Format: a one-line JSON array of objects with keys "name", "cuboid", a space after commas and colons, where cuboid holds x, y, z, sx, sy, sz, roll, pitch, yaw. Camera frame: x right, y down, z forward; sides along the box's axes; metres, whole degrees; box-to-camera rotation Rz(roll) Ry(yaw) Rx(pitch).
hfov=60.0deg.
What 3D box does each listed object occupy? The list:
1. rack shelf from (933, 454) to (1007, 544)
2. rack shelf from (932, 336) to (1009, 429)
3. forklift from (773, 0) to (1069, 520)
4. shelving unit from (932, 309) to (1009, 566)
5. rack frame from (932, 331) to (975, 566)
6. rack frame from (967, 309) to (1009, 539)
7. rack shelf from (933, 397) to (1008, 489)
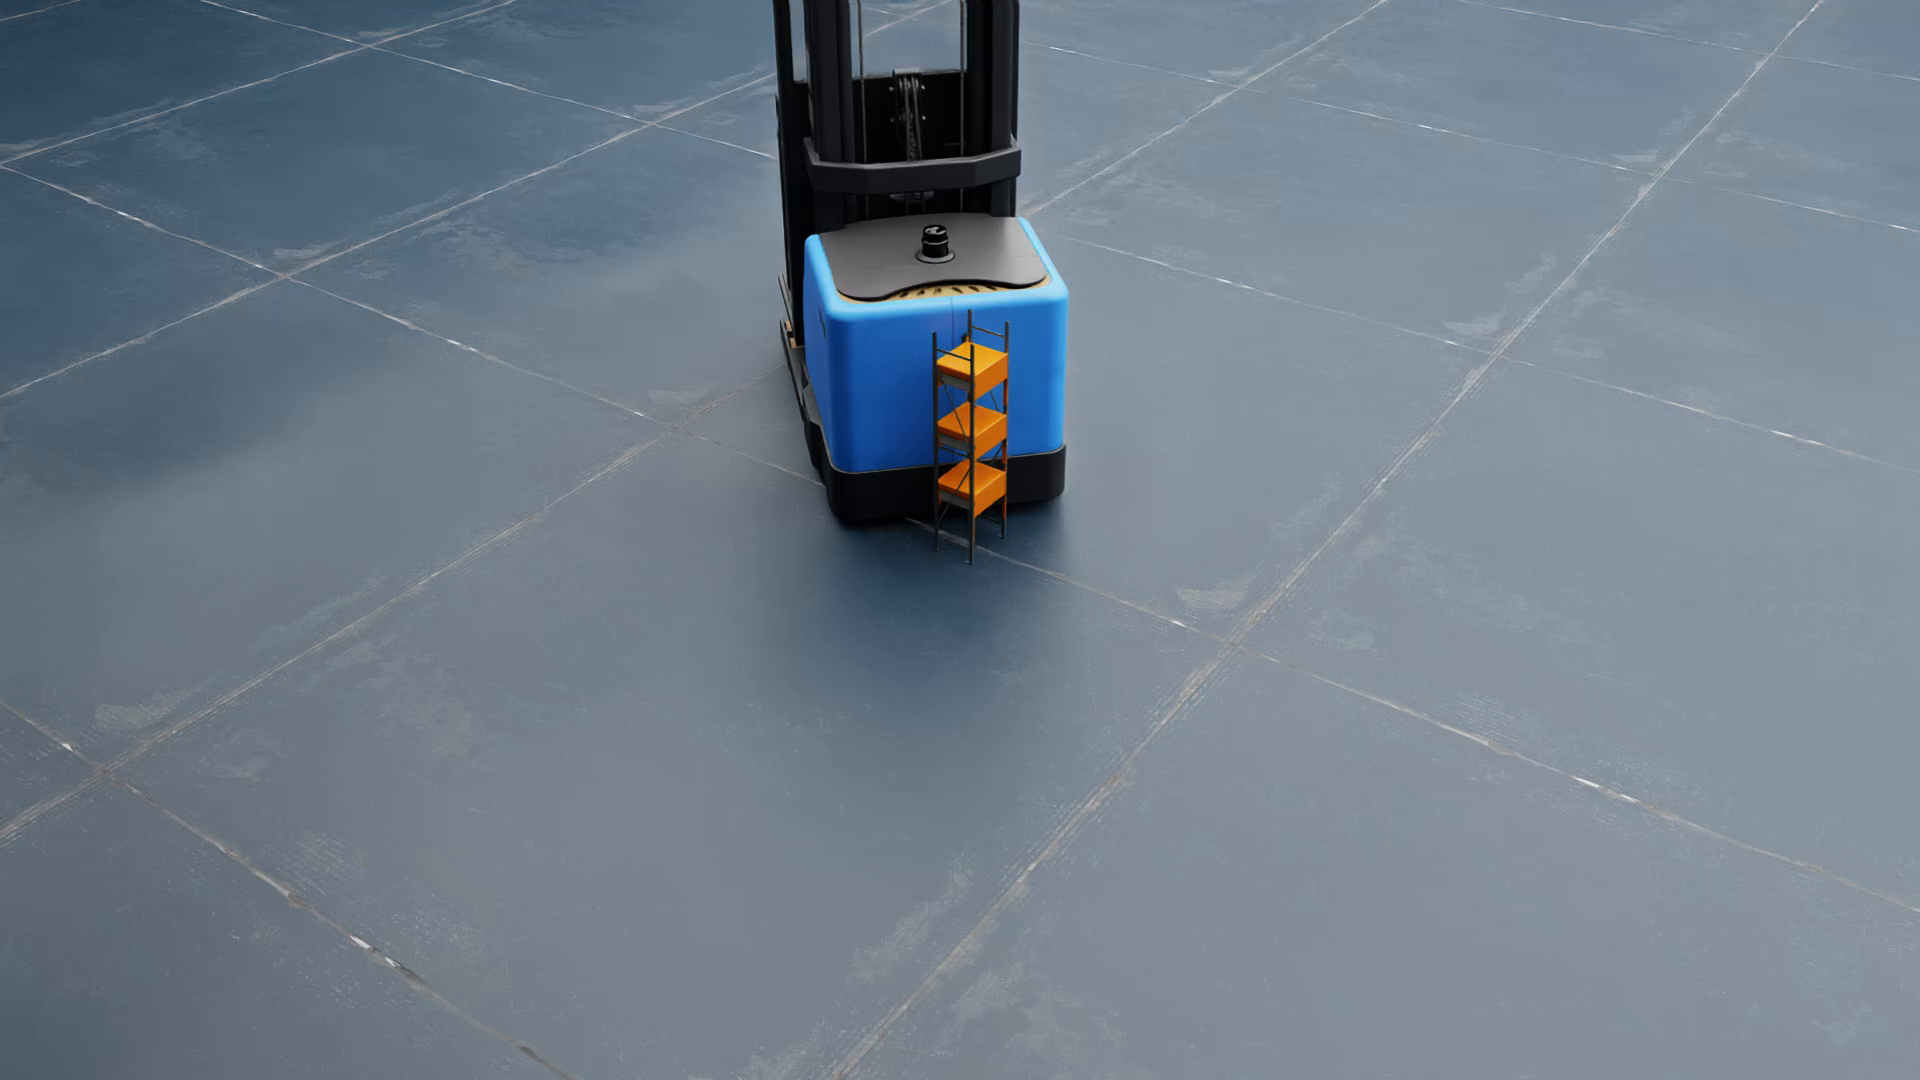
[{"name": "rack shelf", "cuboid": [0.045, -0.176, 7.089, 0.215, 0.259, 0.240, 22, 40, 29]}, {"name": "rack shelf", "cuboid": [0.045, -0.642, 6.774, 0.215, 0.259, 0.240, 22, 40, 29]}, {"name": "forklift", "cuboid": [-0.326, -2.119, 7.766, 1.130, 2.935, 3.031, -6, 35, -9]}, {"name": "shelving unit", "cuboid": [0.045, -0.415, 6.927, 0.215, 1.050, 0.252, 22, 40, 29]}, {"name": "rack frame", "cuboid": [-0.026, -0.360, 6.844, 0.200, 1.050, 0.008, 22, 40, 29]}, {"name": "rack frame", "cuboid": [0.115, -0.471, 7.009, 0.200, 1.050, 0.008, 22, 40, 29]}, {"name": "rack shelf", "cuboid": [0.045, -0.407, 6.933, 0.215, 0.259, 0.240, 22, 40, 29]}]
